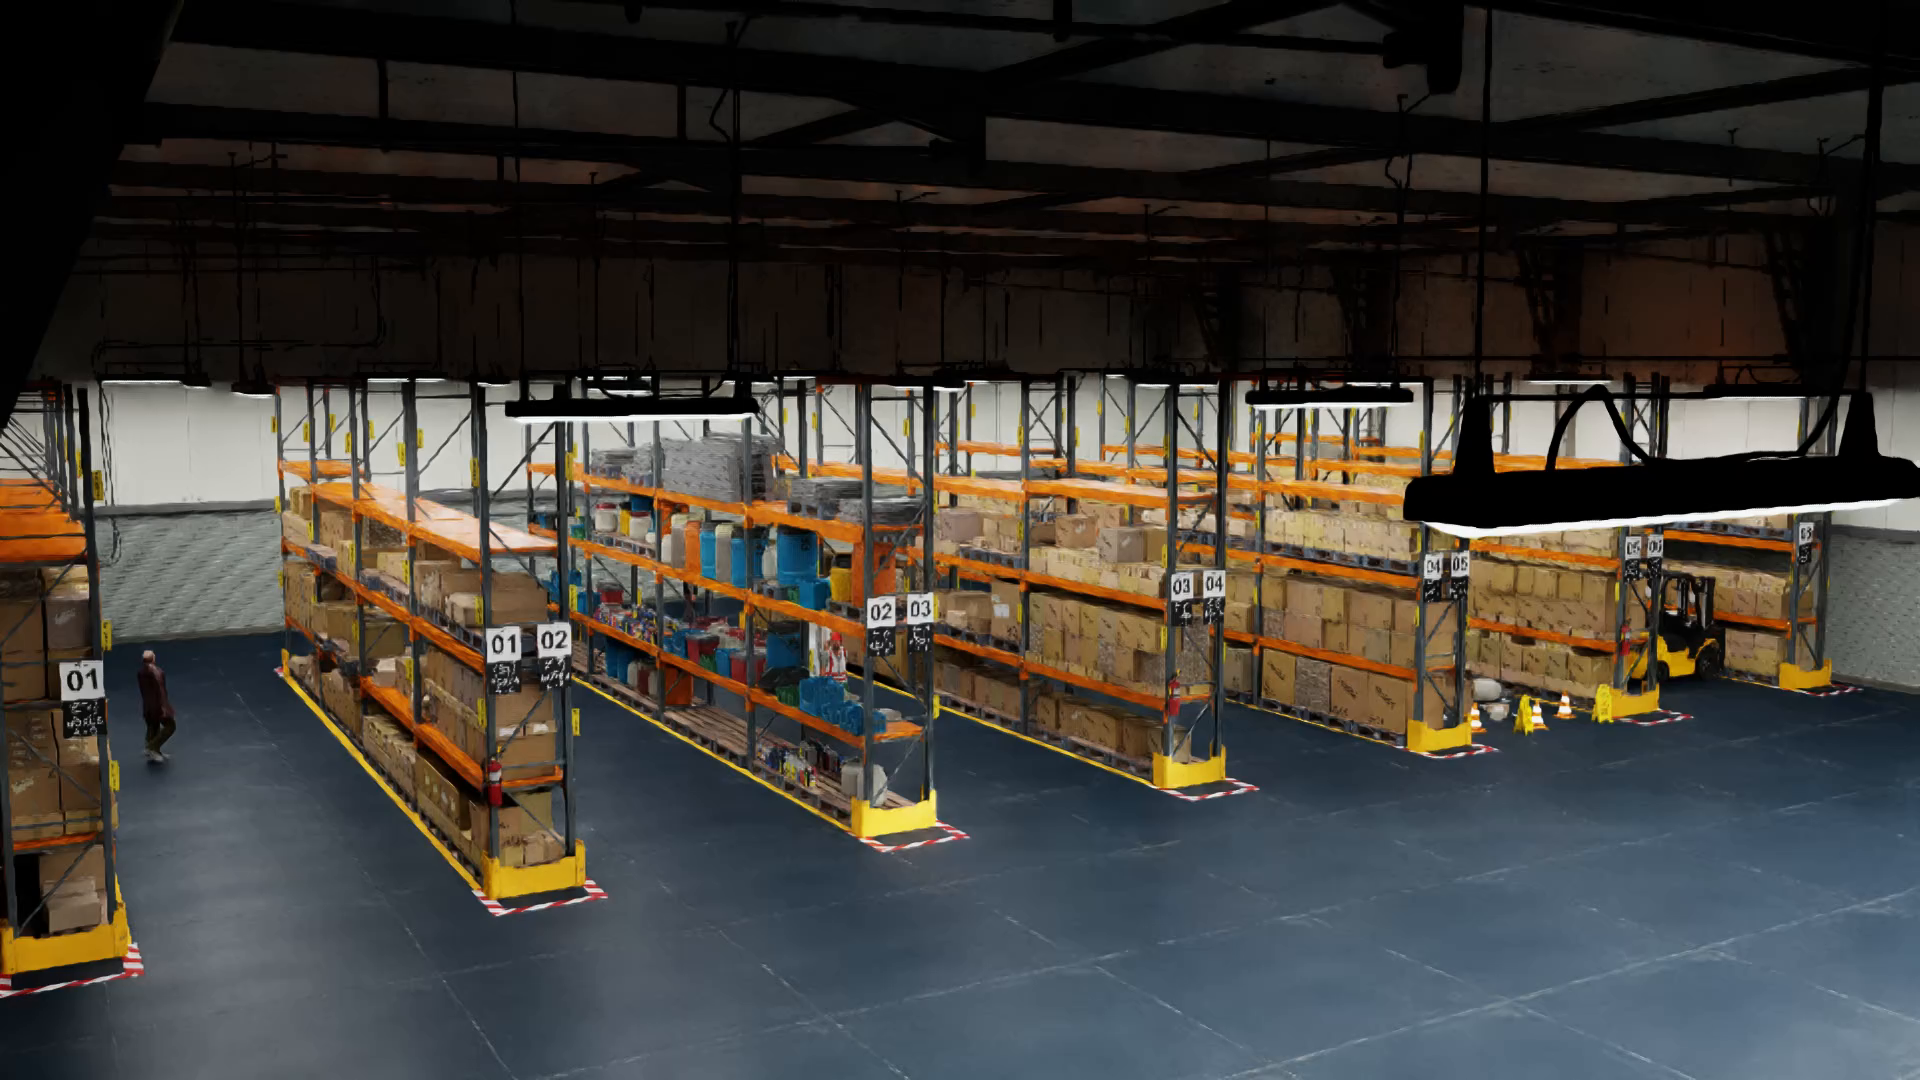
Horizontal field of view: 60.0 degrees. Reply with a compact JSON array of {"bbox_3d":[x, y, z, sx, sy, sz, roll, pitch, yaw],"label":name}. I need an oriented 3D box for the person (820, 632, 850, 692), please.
[{"bbox_3d":[-2.102,2.393,28.127,0.553,1.706,1.123,-3,7,-28],"label":"person"}]

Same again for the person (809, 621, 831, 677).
[{"bbox_3d":[-2.782,1.926,32.424,0.588,1.694,1.193,-4,7,-32],"label":"person"}]

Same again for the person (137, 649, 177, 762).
[{"bbox_3d":[-12.627,2.597,26.067,0.635,1.778,0.514,4,7,33],"label":"person"}]

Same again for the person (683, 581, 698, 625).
[{"bbox_3d":[-6.221,1.255,38.458,0.427,1.725,0.615,-1,6,-9],"label":"person"}]
